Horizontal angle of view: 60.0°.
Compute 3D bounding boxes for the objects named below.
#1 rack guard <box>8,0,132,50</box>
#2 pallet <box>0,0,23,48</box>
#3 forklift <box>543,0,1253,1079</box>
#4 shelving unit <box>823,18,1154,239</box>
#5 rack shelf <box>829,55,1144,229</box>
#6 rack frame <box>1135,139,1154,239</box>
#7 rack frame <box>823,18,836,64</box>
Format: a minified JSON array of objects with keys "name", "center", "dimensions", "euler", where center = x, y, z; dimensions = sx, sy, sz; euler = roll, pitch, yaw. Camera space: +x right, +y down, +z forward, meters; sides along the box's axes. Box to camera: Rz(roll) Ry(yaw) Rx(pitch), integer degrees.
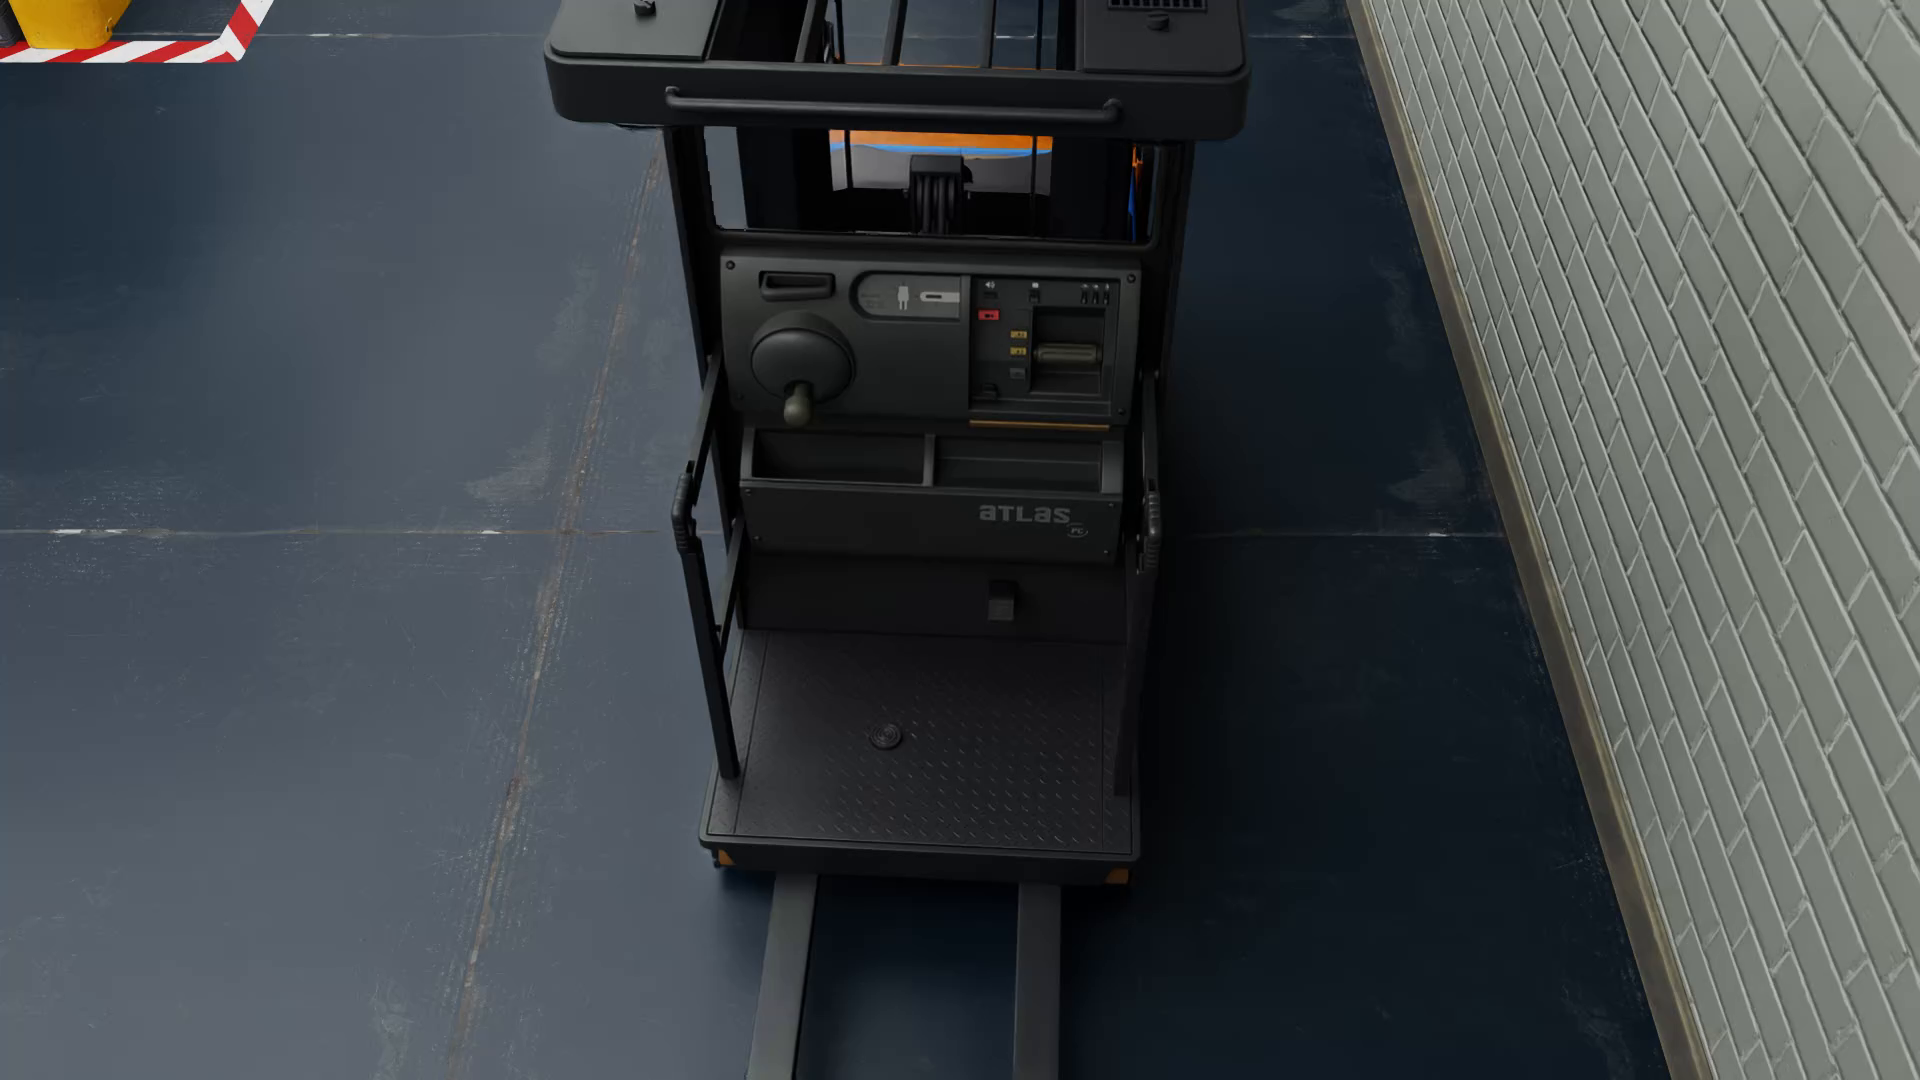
[{"name":"rack guard","center":[-3.902,-2.735,7.454],"dimensions":[0.348,0.500,1.175],"euler":[0,47,0]},{"name":"pallet","center":[-4.726,-2.581,7.508],"dimensions":[1.213,0.211,1.003],"euler":[0,47,0]},{"name":"forklift","center":[-0.077,-0.344,3.568],"dimensions":[1.130,2.935,3.031],"euler":[2,47,2]},{"name":"shelving unit","center":[0.070,-1.047,5.456],"dimensions":[1.048,1.125,0.538],"euler":[4,47,3]},{"name":"rack shelf","center":[0.070,-1.247,5.242],"dimensions":[1.000,0.278,0.538],"euler":[4,47,3]},{"name":"rack frame","center":[0.577,-1.015,5.426],"dimensions":[0.032,1.125,0.500],"euler":[4,47,3]},{"name":"rack frame","center":[-0.436,-1.080,5.486],"dimensions":[0.032,1.125,0.500],"euler":[4,47,3]}]
